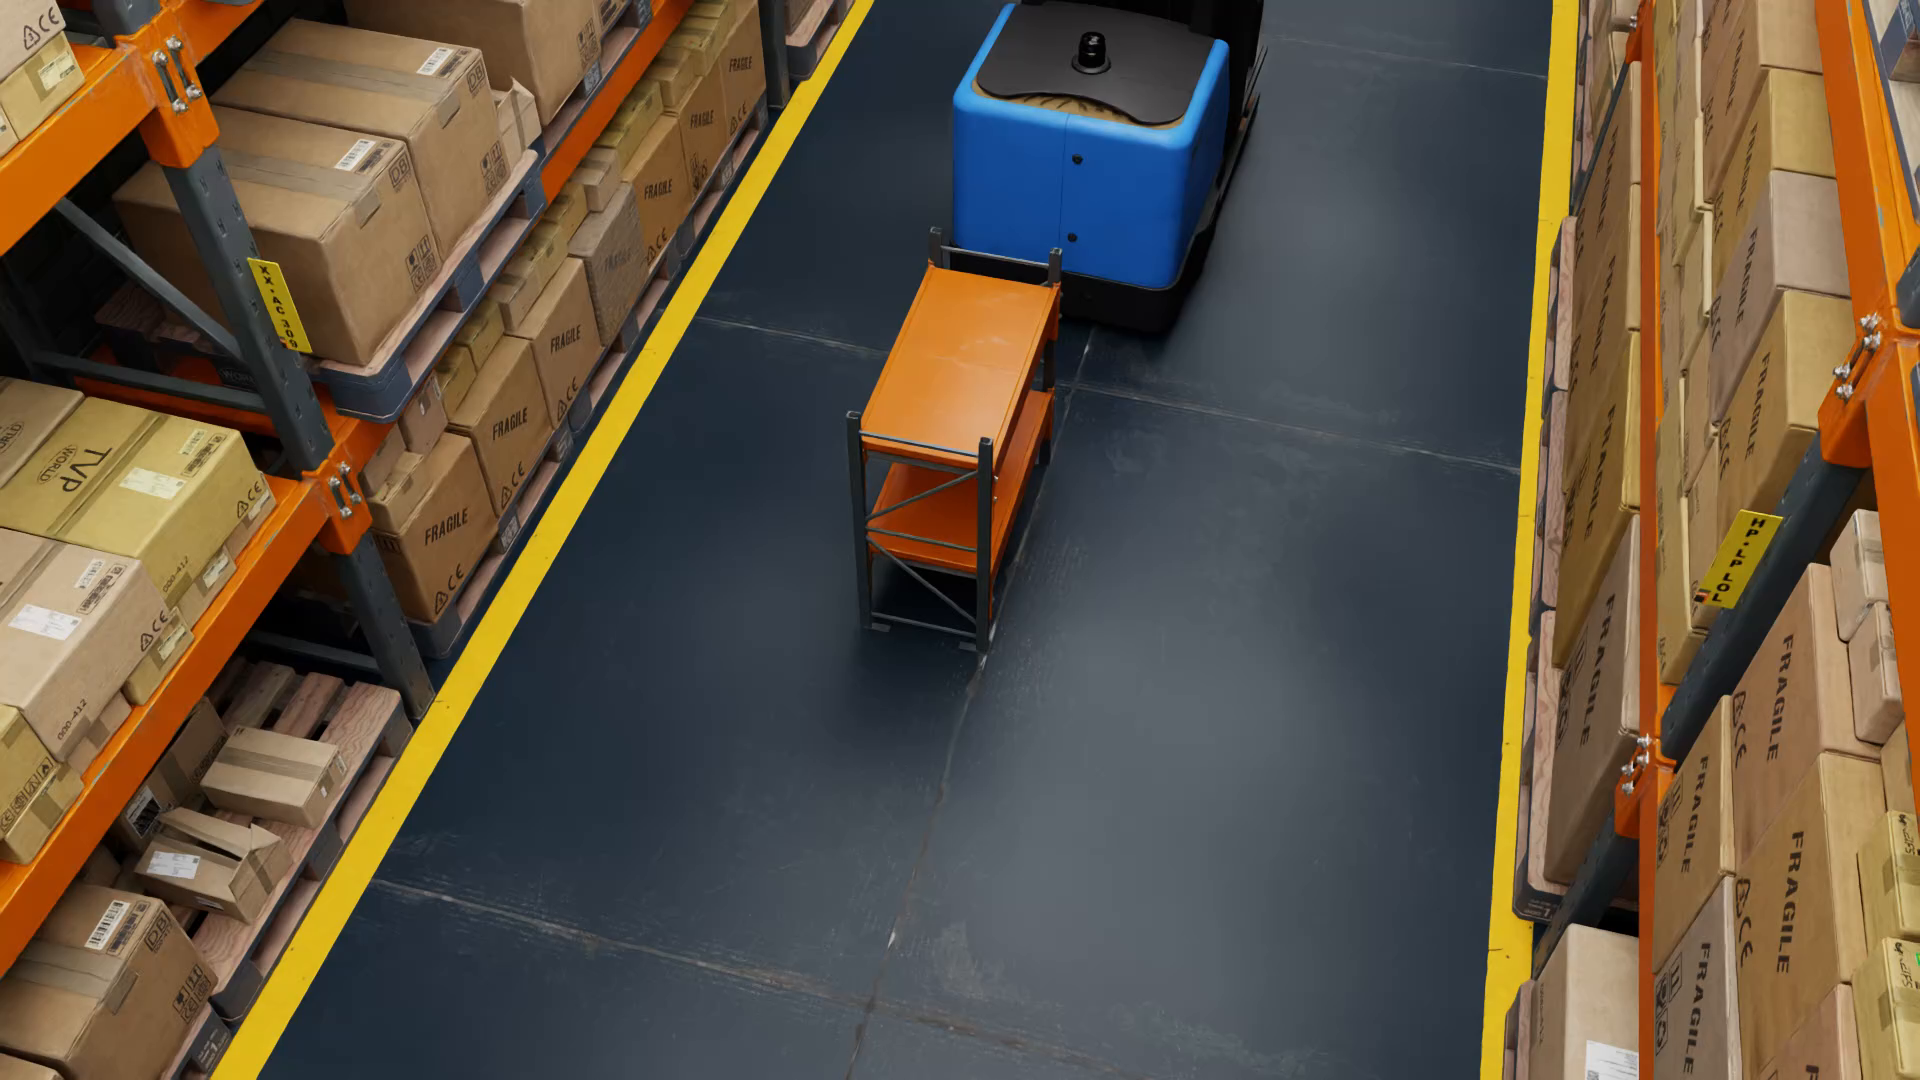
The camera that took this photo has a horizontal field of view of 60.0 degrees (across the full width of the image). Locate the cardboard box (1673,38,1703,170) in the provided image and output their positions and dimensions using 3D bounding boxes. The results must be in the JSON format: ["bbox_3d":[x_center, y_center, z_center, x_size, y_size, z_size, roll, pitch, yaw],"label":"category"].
[{"bbox_3d":[2.754,-1.453,5.718,0.500,0.250,0.500,11,50,10],"label":"cardboard box"}]

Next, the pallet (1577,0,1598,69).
[{"bbox_3d":[3.936,-2.909,9.095,1.003,0.211,1.213,12,50,10],"label":"pallet"}]

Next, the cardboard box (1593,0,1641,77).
[{"bbox_3d":[3.751,-2.599,8.434,0.950,0.372,0.625,11,49,9],"label":"cardboard box"}]

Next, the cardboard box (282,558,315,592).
[{"bbox_3d":[-2.593,-0.196,6.228,0.500,0.500,0.500,11,50,10],"label":"cardboard box"}]

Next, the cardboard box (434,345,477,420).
[{"bbox_3d":[-2.031,-0.608,6.159,0.380,0.149,0.250,9,49,8],"label":"cardboard box"}]

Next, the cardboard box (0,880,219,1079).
[{"bbox_3d":[-2.701,1.326,4.885,0.700,0.500,0.500,10,49,9],"label":"cardboard box"}]

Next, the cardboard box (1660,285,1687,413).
[{"bbox_3d":[2.514,-0.548,5.252,0.500,0.250,0.500,10,49,9],"label":"cardboard box"}]

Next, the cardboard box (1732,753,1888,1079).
[{"bbox_3d":[1.855,0.803,3.226,0.500,0.500,0.500,11,49,10],"label":"cardboard box"}]

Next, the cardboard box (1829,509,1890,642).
[{"bbox_3d":[2.020,0.105,3.410,0.380,0.149,0.250,11,49,9],"label":"cardboard box"}]

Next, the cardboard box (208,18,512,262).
[{"bbox_3d":[-1.957,-1.323,5.489,0.700,0.500,0.500,12,50,10],"label":"cardboard box"}]

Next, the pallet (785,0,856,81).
[{"bbox_3d":[-1.129,-3.029,9.201,1.003,0.211,1.213,12,50,10],"label":"pallet"}]

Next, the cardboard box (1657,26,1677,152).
[{"bbox_3d":[2.916,-1.658,6.232,0.500,0.250,0.500,10,49,9],"label":"cardboard box"}]

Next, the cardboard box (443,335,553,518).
[{"bbox_3d":[-1.961,-0.475,6.475,0.500,0.500,0.500,11,49,10],"label":"cardboard box"}]

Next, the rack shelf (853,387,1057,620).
[{"bbox_3d":[-0.002,-0.206,6.426,0.538,0.278,1.000,12,50,10],"label":"rack shelf"}]

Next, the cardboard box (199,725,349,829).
[{"bbox_3d":[-2.300,0.795,5.588,0.380,0.149,0.250,10,49,9],"label":"cardboard box"}]

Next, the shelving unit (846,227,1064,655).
[{"bbox_3d":[-0.002,-0.367,6.243,0.538,1.125,1.048,12,50,10],"label":"shelving unit"}]

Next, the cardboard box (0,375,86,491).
[{"bbox_3d":[-2.827,-0.214,4.759,0.500,0.250,0.500,11,50,10],"label":"cardboard box"}]

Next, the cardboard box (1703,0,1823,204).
[{"bbox_3d":[2.632,-1.346,5.123,0.500,0.500,0.500,12,50,11],"label":"cardboard box"}]

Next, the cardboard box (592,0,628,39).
[{"bbox_3d":[-1.635,-2.320,6.367,0.797,0.503,0.637,11,49,9],"label":"cardboard box"}]

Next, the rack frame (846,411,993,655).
[{"bbox_3d":[-0.136,0.000,5.918,0.500,1.125,0.032,12,50,10],"label":"rack frame"}]

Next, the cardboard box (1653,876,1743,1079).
[{"bbox_3d":[1.841,1.124,3.609,0.500,0.500,0.500,12,50,10],"label":"cardboard box"}]

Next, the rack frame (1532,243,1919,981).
[{"bbox_3d":[2.353,0.506,4.221,1.000,3.000,0.127,12,50,10],"label":"rack frame"}]

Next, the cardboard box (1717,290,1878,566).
[{"bbox_3d":[2.229,-0.230,4.138,0.500,0.500,0.500,13,50,11],"label":"cardboard box"}]

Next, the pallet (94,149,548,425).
[{"bbox_3d":[-2.121,-0.964,5.647,1.003,0.211,1.213,12,50,10],"label":"pallet"}]

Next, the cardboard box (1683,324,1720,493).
[{"bbox_3d":[2.359,-0.339,4.734,0.500,0.250,0.500,13,50,11],"label":"cardboard box"}]

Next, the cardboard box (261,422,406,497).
[{"bbox_3d":[-2.144,-0.314,5.702,0.380,0.149,0.250,11,49,9],"label":"cardboard box"}]

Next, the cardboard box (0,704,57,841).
[{"bbox_3d":[-2.597,0.620,4.022,0.500,0.250,0.500,11,50,10],"label":"cardboard box"}]

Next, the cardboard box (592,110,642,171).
[{"bbox_3d":[-1.602,-1.735,7.154,0.380,0.149,0.250,11,49,9],"label":"cardboard box"}]

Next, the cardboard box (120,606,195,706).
[{"bbox_3d":[-2.369,0.278,4.590,0.380,0.149,0.250,13,50,11],"label":"cardboard box"}]

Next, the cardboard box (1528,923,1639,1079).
[{"bbox_3d":[2.084,1.648,4.642,0.875,0.438,0.875,11,49,9],"label":"cardboard box"}]

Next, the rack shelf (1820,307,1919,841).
[{"bbox_3d":[1.827,1.198,2.090,1.077,0.370,4.000,12,50,10],"label":"rack shelf"}]

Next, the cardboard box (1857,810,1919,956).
[{"bbox_3d":[1.817,0.654,2.925,0.380,0.149,0.250,11,50,10],"label":"cardboard box"}]

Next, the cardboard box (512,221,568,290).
[{"bbox_3d":[-1.802,-1.161,6.647,0.380,0.149,0.250,13,50,11],"label":"cardboard box"}]

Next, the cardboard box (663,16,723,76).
[{"bbox_3d":[-1.311,-2.280,7.635,0.380,0.149,0.250,9,49,8],"label":"cardboard box"}]

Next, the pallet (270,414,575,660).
[{"bbox_3d":[-2.259,-0.144,6.655,1.003,0.211,1.213,12,50,10],"label":"pallet"}]

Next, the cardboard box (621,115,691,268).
[{"bbox_3d":[-1.565,-1.588,7.457,0.500,0.500,0.500,14,50,12],"label":"cardboard box"}]

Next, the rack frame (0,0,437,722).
[{"bbox_3d":[-2.436,-0.471,5.084,1.000,3.000,0.127,12,50,10],"label":"rack frame"}]

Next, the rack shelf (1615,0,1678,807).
[{"bbox_3d":[2.880,-0.702,5.768,1.077,0.370,4.000,12,50,10],"label":"rack shelf"}]

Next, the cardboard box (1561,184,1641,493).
[{"bbox_3d":[2.905,-0.695,6.419,0.875,0.875,0.875,12,50,10],"label":"cardboard box"}]

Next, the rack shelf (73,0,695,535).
[{"bbox_3d":[-1.910,-1.679,6.630,1.077,0.370,4.000,12,50,10],"label":"rack shelf"}]

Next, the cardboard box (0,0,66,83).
[{"bbox_3d":[-2.322,-1.114,3.552,0.500,0.250,0.500,12,50,10],"label":"cardboard box"}]

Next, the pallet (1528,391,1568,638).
[{"bbox_3d":[2.803,-0.029,6.554,1.003,0.211,1.213,12,50,10],"label":"pallet"}]

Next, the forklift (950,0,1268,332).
[{"bbox_3d":[0.895,-3.026,7.385,1.130,2.935,3.031,14,50,12],"label":"forklift"}]
